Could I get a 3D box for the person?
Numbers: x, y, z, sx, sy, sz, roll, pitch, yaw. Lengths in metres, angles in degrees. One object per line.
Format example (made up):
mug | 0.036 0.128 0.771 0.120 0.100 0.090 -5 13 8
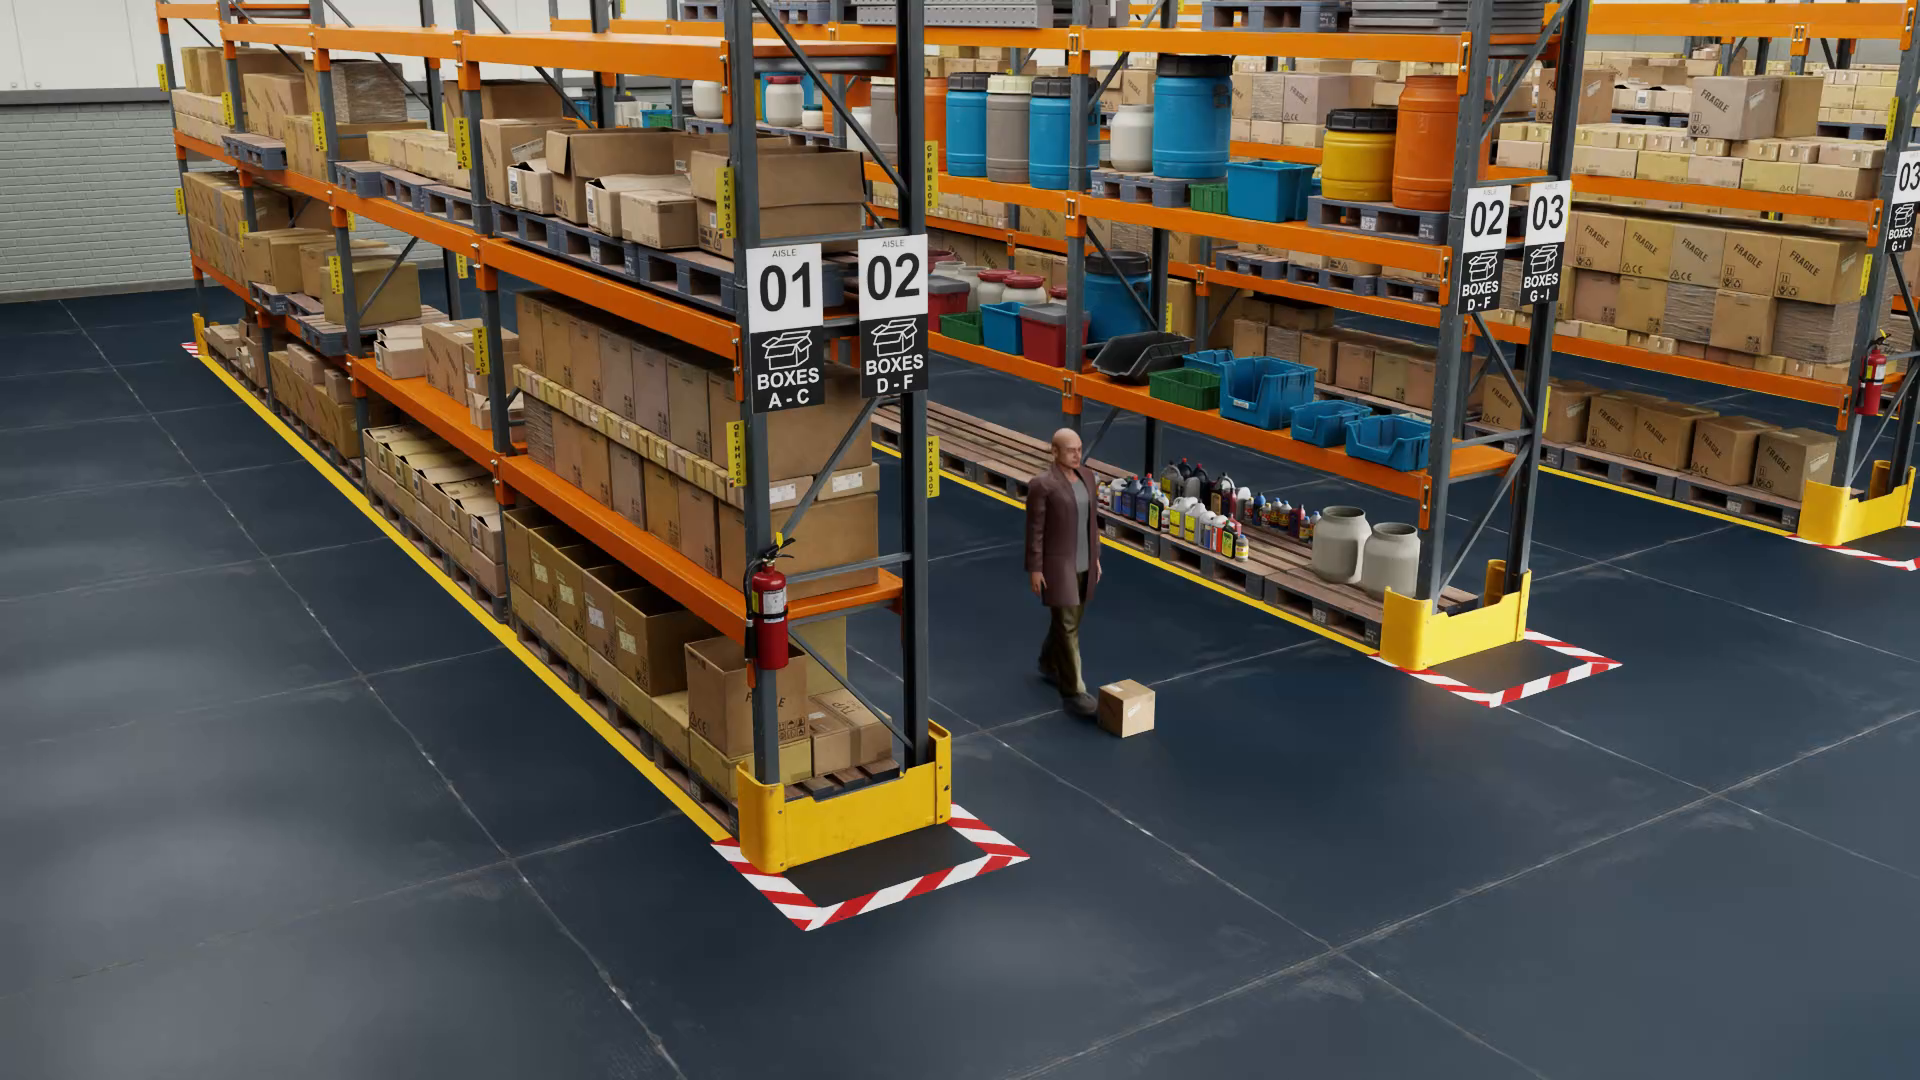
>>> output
person | 0.714 0.174 10.526 0.593 1.771 0.827 -15 23 -39
